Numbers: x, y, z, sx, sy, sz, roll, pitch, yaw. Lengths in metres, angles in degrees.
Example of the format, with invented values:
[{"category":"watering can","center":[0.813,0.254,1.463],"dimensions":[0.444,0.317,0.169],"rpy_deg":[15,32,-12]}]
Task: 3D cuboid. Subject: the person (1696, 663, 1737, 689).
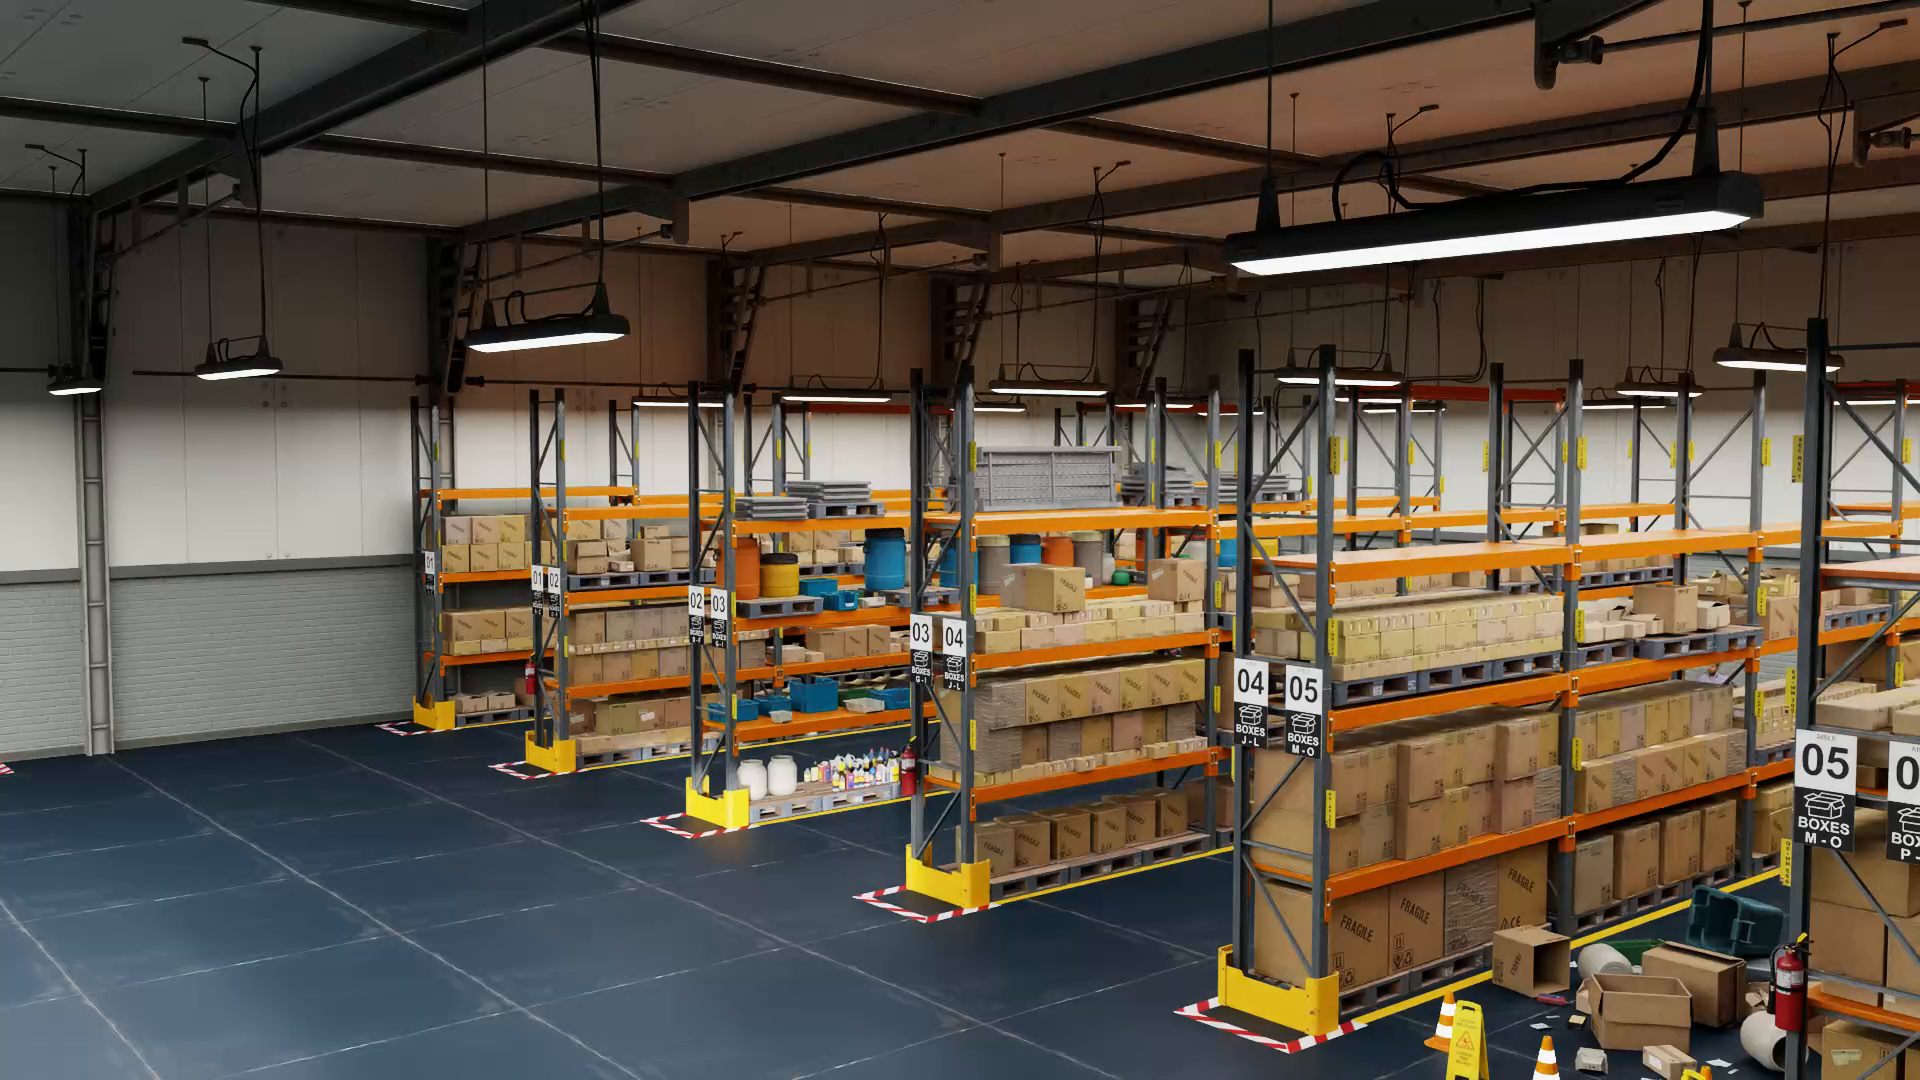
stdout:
[{"category":"person","center":[12.133,2.763,26.785],"dimensions":[0.593,1.708,0.824],"rpy_deg":[3,5,43]}]
